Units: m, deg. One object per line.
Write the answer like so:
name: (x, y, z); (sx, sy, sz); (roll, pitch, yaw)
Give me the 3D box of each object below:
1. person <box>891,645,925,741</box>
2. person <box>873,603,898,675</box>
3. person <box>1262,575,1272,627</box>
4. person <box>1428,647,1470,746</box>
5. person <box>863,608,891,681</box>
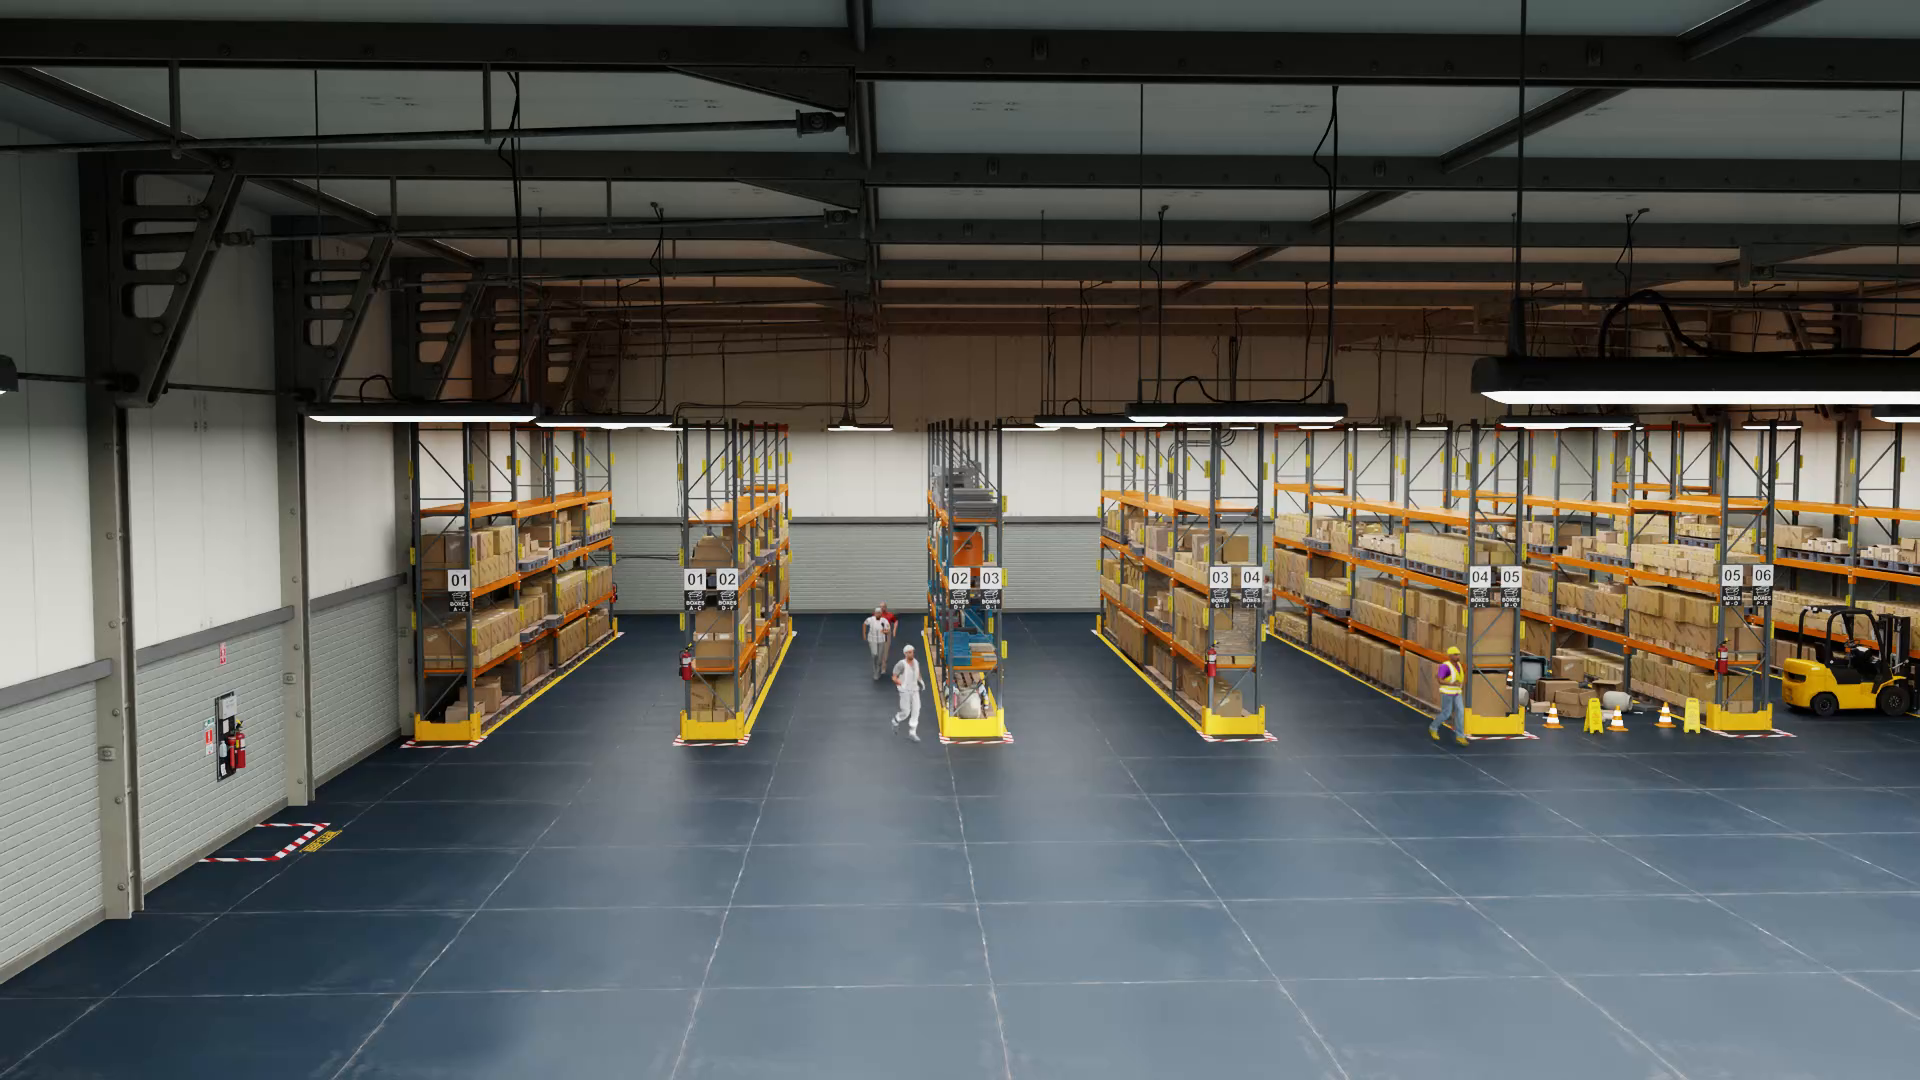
person: (-0.990, 2.847, 31.170); (0.661, 1.777, 0.765); (-3, 5, -37)
person: (-1.823, 2.342, 39.717); (0.677, 1.693, 0.926); (0, 4, 1)
person: (8.941, 1.848, 48.888); (0.589, 1.463, 0.510); (-3, 5, -40)
person: (9.077, 2.867, 30.754); (0.724, 1.801, 0.844); (-2, 4, -33)
person: (-1.939, 2.418, 38.872); (0.626, 1.705, 0.830); (-1, 4, -9)
